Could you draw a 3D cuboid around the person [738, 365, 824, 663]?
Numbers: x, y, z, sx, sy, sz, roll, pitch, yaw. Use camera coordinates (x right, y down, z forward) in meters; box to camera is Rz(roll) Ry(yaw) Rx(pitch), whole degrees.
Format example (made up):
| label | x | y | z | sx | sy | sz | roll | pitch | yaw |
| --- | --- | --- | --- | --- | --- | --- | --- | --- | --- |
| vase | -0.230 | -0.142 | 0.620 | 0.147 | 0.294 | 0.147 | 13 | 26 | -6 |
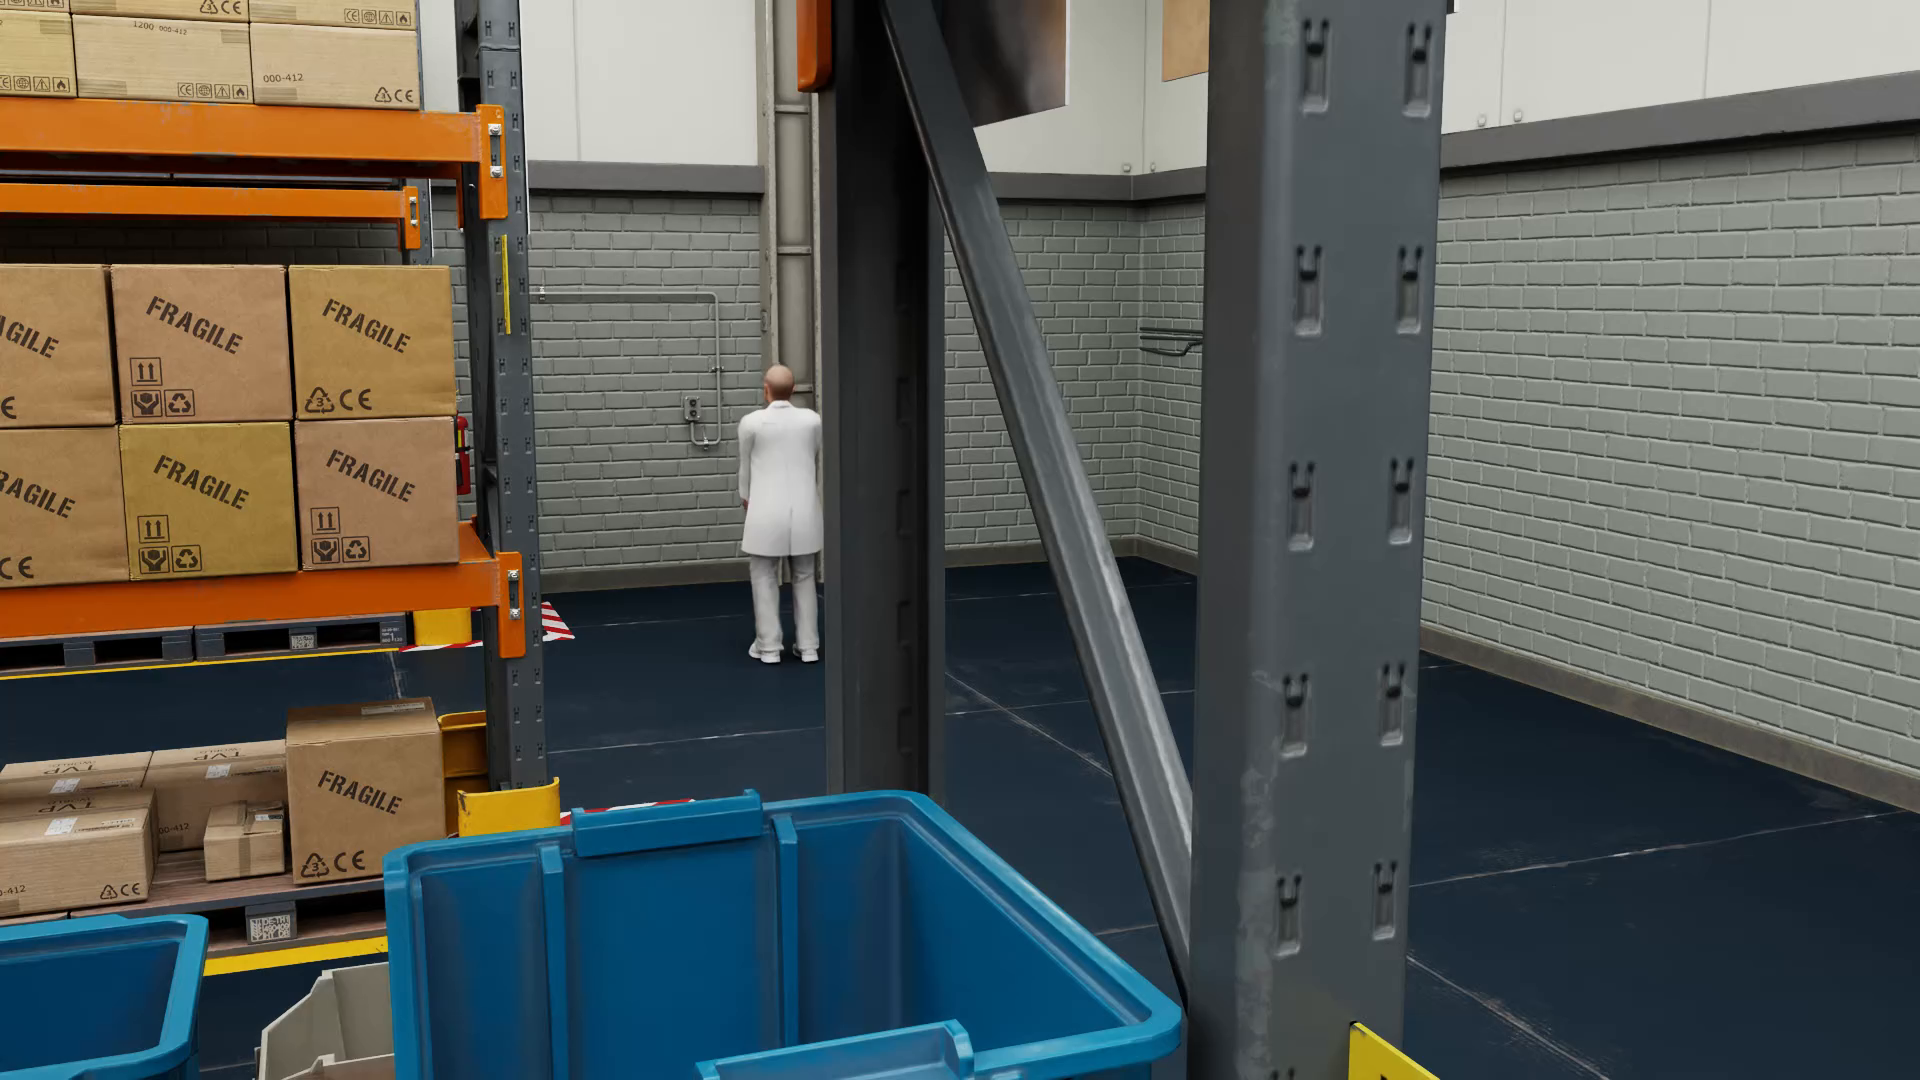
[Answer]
| label | x | y | z | sx | sy | sz | roll | pitch | yaw |
| --- | --- | --- | --- | --- | --- | --- | --- | --- | --- |
| person | -1.092 | -0.164 | 9.984 | 0.527 | 1.780 | 0.551 | -3 | 9 | -22 |
